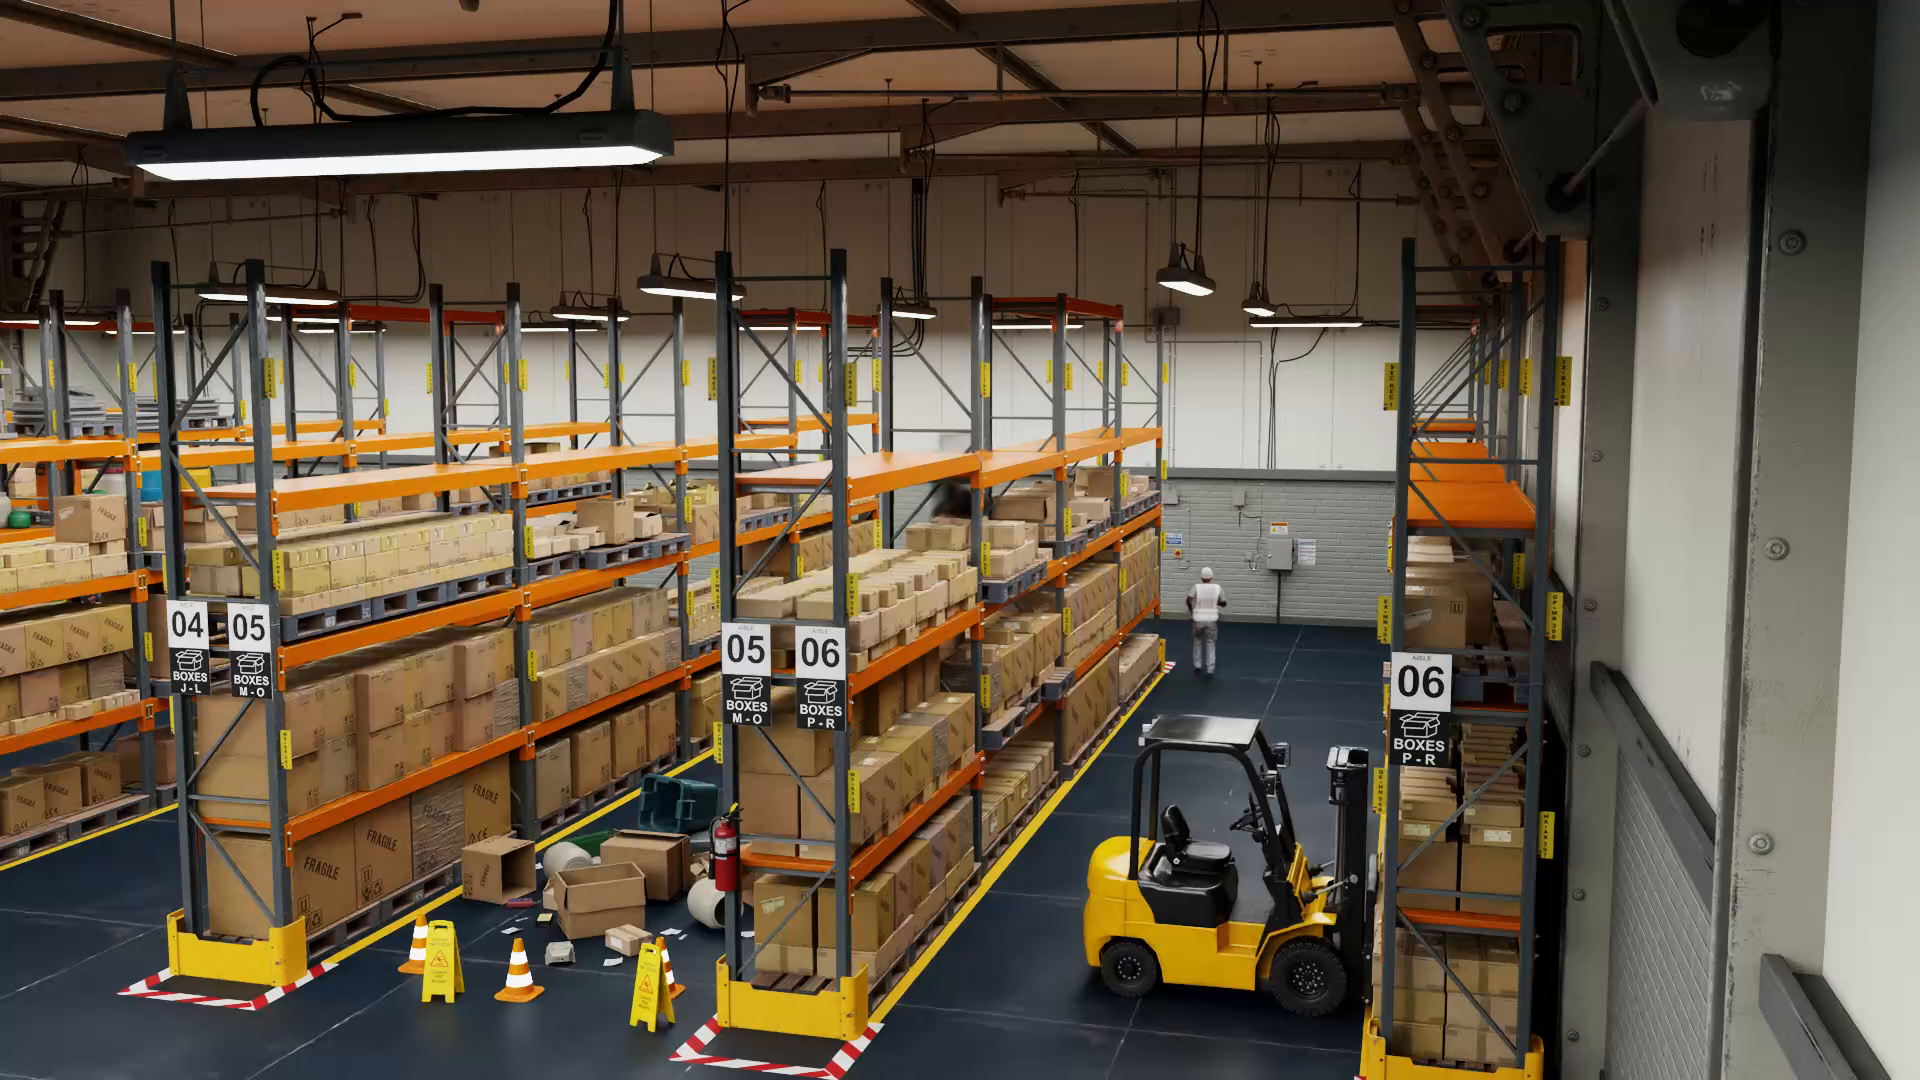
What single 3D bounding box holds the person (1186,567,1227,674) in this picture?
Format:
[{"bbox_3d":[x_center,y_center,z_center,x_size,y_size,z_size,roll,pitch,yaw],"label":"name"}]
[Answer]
[{"bbox_3d":[4.073,1.363,27.553,0.672,1.839,0.705,1,6,7],"label":"person"}]
